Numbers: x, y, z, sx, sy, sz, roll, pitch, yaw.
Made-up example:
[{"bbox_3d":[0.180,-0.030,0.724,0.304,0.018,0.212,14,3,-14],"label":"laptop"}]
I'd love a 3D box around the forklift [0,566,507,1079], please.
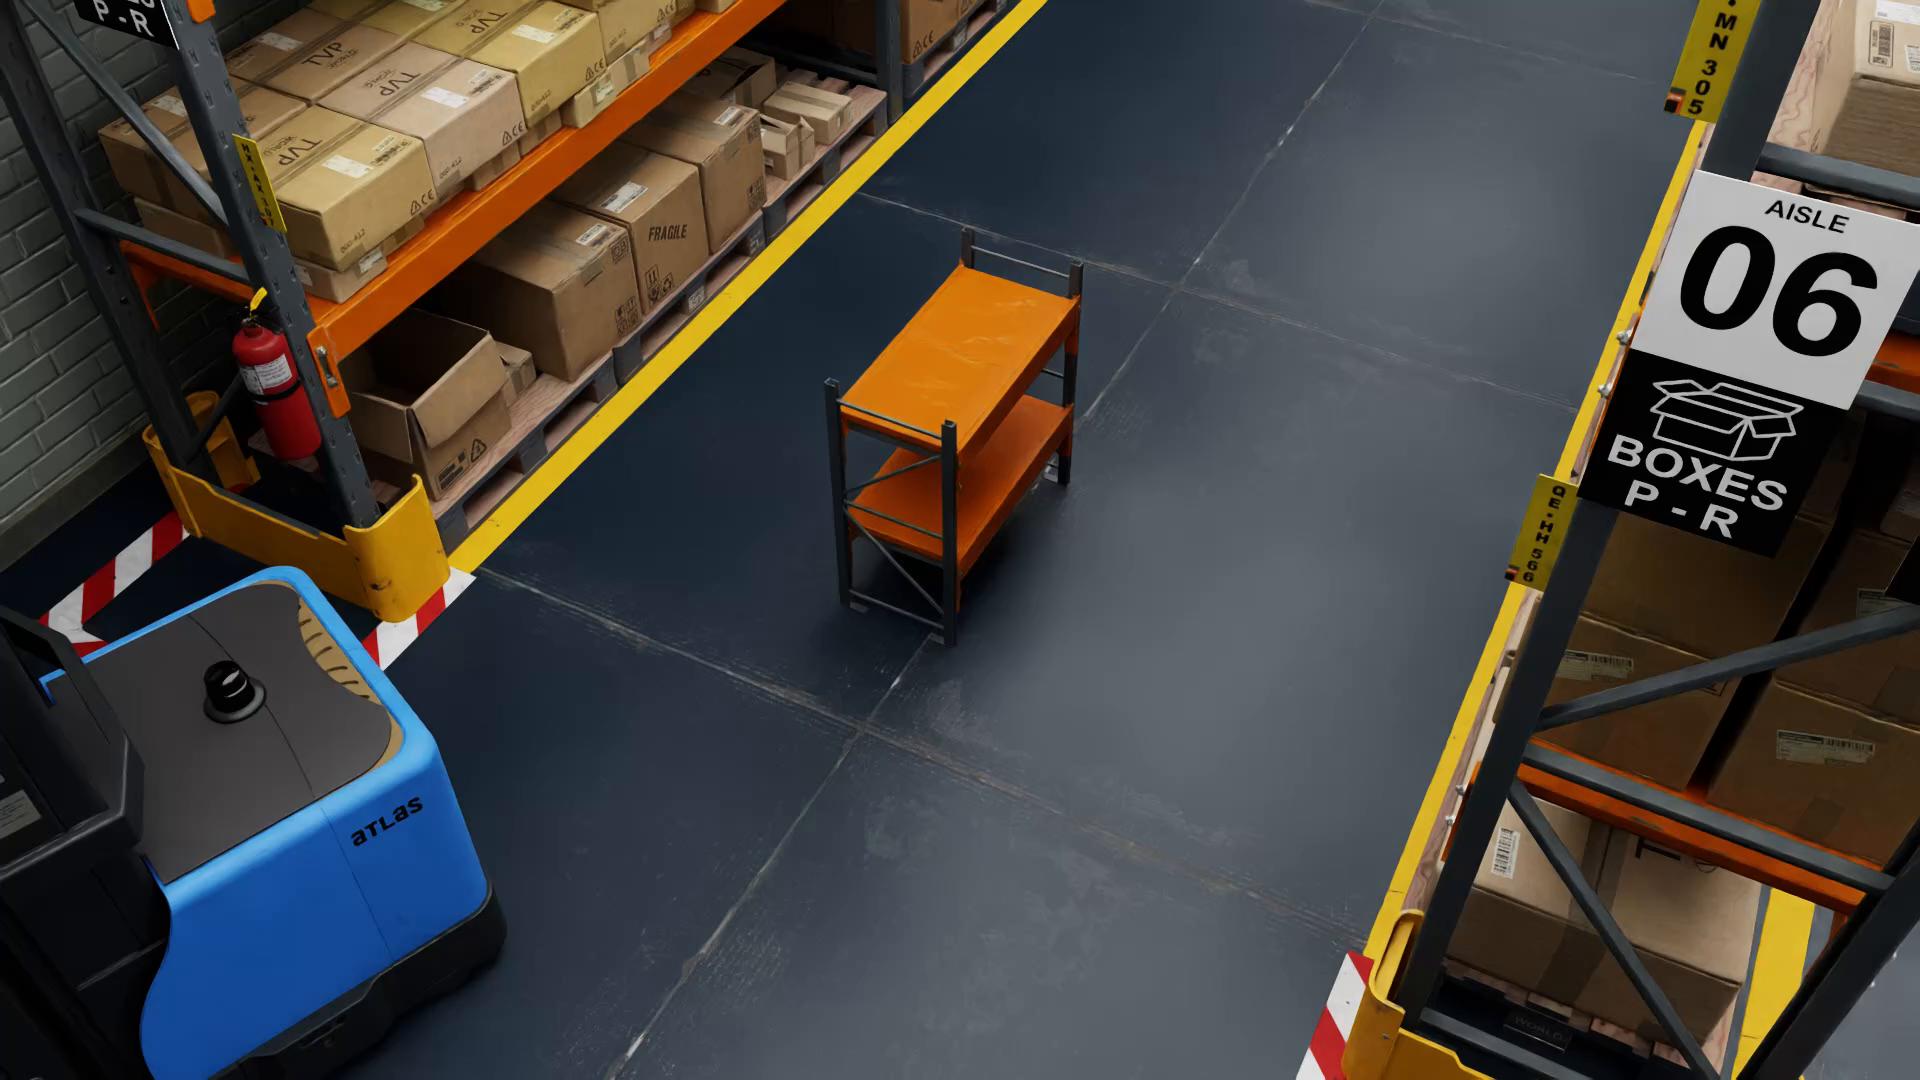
[{"bbox_3d":[-2.922,0.715,3.982,3.031,2.935,1.130,-31,53,-27],"label":"forklift"}]

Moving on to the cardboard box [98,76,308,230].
[{"bbox_3d":[-2.657,-1.399,5.920,0.500,0.250,0.500,22,49,20],"label":"cardboard box"}]

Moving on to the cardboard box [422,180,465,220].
[{"bbox_3d":[-2.071,-1.350,6.152,0.380,0.149,0.250,20,49,19],"label":"cardboard box"}]

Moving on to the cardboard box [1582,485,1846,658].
[{"bbox_3d":[1.776,-0.102,3.968,0.500,0.500,0.500,22,49,20],"label":"cardboard box"}]

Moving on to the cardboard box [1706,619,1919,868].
[{"bbox_3d":[2.240,0.424,4.151,0.500,0.500,0.500,20,49,19],"label":"cardboard box"}]

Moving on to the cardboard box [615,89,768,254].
[{"bbox_3d":[-1.354,-1.772,7.855,0.700,0.500,0.500,19,48,18],"label":"cardboard box"}]

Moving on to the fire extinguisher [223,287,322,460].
[{"bbox_3d":[-2.294,-0.566,5.517,0.296,0.674,0.183,20,49,19],"label":"fire extinguisher"}]

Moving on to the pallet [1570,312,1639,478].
[{"bbox_3d":[3.197,-0.419,7.016,1.003,0.211,1.213,20,49,19],"label":"pallet"}]

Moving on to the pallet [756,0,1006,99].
[{"bbox_3d":[-0.434,-3.034,9.600,1.003,0.211,1.213,20,49,19],"label":"pallet"}]

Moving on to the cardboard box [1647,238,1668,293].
[{"bbox_3d":[3.233,-0.740,6.878,0.875,0.438,0.875,20,49,19],"label":"cardboard box"}]

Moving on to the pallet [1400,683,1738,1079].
[{"bbox_3d":[2.065,1.118,5.497,1.003,0.211,1.213,20,49,19],"label":"pallet"}]

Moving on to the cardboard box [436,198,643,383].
[{"bbox_3d":[-1.836,-1.118,7.208,0.700,0.500,0.500,22,49,21],"label":"cardboard box"}]

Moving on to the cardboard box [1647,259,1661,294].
[{"bbox_3d":[2.457,-0.727,5.290,0.500,0.500,0.500,22,49,20],"label":"cardboard box"}]

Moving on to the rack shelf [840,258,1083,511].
[{"bbox_3d":[-0.003,-0.597,6.138,0.538,0.278,1.000,20,49,19],"label":"rack shelf"}]

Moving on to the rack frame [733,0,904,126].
[{"bbox_3d":[-0.778,-3.489,8.090,1.000,3.000,0.127,20,49,19],"label":"rack frame"}]

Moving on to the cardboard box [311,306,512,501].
[{"bbox_3d":[-2.267,-0.594,6.688,0.797,0.503,0.637,19,48,18],"label":"cardboard box"}]

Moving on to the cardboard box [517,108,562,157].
[{"bbox_3d":[-1.781,-1.658,6.457,0.380,0.149,0.250,21,49,20],"label":"cardboard box"}]

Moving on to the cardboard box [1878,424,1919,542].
[{"bbox_3d":[2.173,-0.080,3.491,0.380,0.149,0.250,21,49,20],"label":"cardboard box"}]

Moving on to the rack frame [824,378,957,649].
[{"bbox_3d":[-0.239,-0.071,6.029,0.500,1.125,0.032,20,49,19],"label":"rack frame"}]

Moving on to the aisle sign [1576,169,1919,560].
[{"bbox_3d":[1.455,-0.304,3.113,0.394,0.787,0.004,20,49,19],"label":"aisle sign"}]

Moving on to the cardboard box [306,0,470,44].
[{"bbox_3d":[-2.182,-2.033,6.547,0.500,0.250,0.500,22,49,20],"label":"cardboard box"}]

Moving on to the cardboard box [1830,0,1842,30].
[{"bbox_3d":[2.016,-1.086,3.416,0.380,0.149,0.250,17,48,16],"label":"cardboard box"}]

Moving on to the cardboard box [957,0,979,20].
[{"bbox_3d":[-0.116,-3.327,9.392,0.500,0.500,0.500,20,49,19],"label":"cardboard box"}]

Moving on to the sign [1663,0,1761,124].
[{"bbox_3d":[1.289,-0.859,2.814,0.100,0.325,0.005,20,49,19],"label":"sign"}]

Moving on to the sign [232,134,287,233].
[{"bbox_3d":[-2.155,-1.095,5.114,0.100,0.325,0.005,20,49,19],"label":"sign"}]

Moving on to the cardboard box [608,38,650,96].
[{"bbox_3d":[-1.493,-1.965,6.760,0.380,0.149,0.250,22,49,20],"label":"cardboard box"}]

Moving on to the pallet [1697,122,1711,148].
[{"bbox_3d":[4.476,-2.155,8.731,1.003,0.211,1.213,20,49,19],"label":"pallet"}]

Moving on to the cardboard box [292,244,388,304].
[{"bbox_3d":[-2.240,-0.998,5.804,0.380,0.149,0.250,20,49,19],"label":"cardboard box"}]

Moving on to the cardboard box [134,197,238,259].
[{"bbox_3d":[-2.719,-1.178,5.982,0.380,0.149,0.250,20,49,19],"label":"cardboard box"}]

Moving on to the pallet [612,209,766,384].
[{"bbox_3d":[-1.663,-1.305,7.892,1.003,0.211,1.213,20,49,19],"label":"pallet"}]

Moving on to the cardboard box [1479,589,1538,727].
[{"bbox_3d":[2.398,0.392,5.760,0.875,0.438,0.875,22,49,20],"label":"cardboard box"}]

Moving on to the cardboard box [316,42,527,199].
[{"bbox_3d":[-1.952,-1.536,6.055,0.500,0.250,0.500,21,49,19],"label":"cardboard box"}]

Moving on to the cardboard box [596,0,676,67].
[{"bbox_3d":[-1.501,-2.185,6.697,0.500,0.250,0.500,19,48,18],"label":"cardboard box"}]

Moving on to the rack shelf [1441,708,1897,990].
[{"bbox_3d":[2.691,-0.340,5.483,1.077,0.370,4.000,20,49,19],"label":"rack shelf"}]

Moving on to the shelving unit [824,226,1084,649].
[{"bbox_3d":[-0.003,-0.391,6.346,0.538,1.125,1.048,20,49,19],"label":"shelving unit"}]

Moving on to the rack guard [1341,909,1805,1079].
[{"bbox_3d":[1.752,1.561,4.856,1.175,0.500,0.348,20,49,19],"label":"rack guard"}]

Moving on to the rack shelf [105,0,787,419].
[{"bbox_3d":[-1.707,-1.976,7.100,1.077,0.370,4.000,20,49,19],"label":"rack shelf"}]

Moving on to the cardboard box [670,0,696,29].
[{"bbox_3d":[-1.362,-2.322,7.112,0.380,0.149,0.250,21,49,20],"label":"cardboard box"}]

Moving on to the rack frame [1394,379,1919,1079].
[{"bbox_3d":[1.763,0.667,3.982,1.000,3.000,0.127,20,49,19],"label":"rack frame"}]

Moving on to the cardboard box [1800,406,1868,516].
[{"bbox_3d":[1.752,-0.240,3.649,0.380,0.149,0.250,21,49,20],"label":"cardboard box"}]

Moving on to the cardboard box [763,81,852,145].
[{"bbox_3d":[-0.777,-2.187,8.511,0.380,0.149,0.250,19,48,18],"label":"cardboard box"}]
